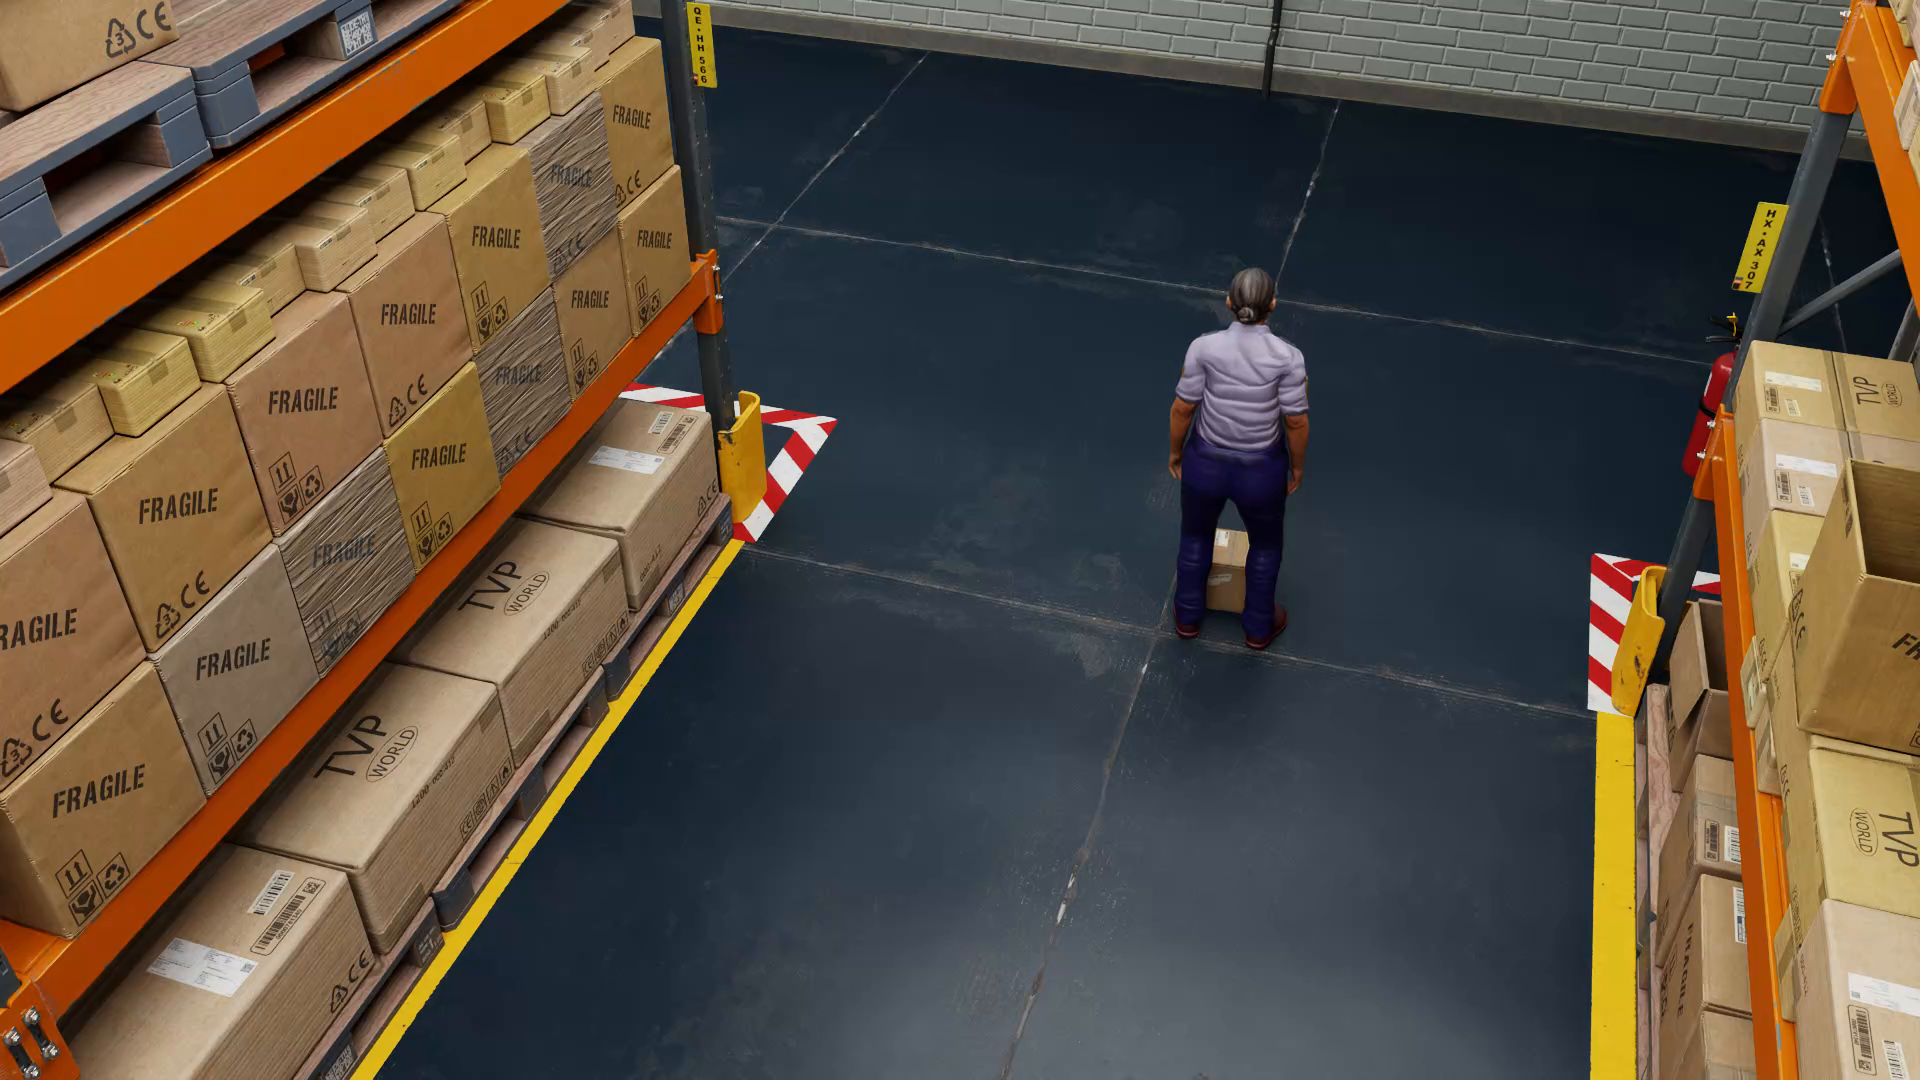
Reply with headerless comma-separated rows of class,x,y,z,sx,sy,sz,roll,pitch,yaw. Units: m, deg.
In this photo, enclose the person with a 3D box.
person,1.091,-0.286,6.535,0.557,1.648,0.364,10,38,12
